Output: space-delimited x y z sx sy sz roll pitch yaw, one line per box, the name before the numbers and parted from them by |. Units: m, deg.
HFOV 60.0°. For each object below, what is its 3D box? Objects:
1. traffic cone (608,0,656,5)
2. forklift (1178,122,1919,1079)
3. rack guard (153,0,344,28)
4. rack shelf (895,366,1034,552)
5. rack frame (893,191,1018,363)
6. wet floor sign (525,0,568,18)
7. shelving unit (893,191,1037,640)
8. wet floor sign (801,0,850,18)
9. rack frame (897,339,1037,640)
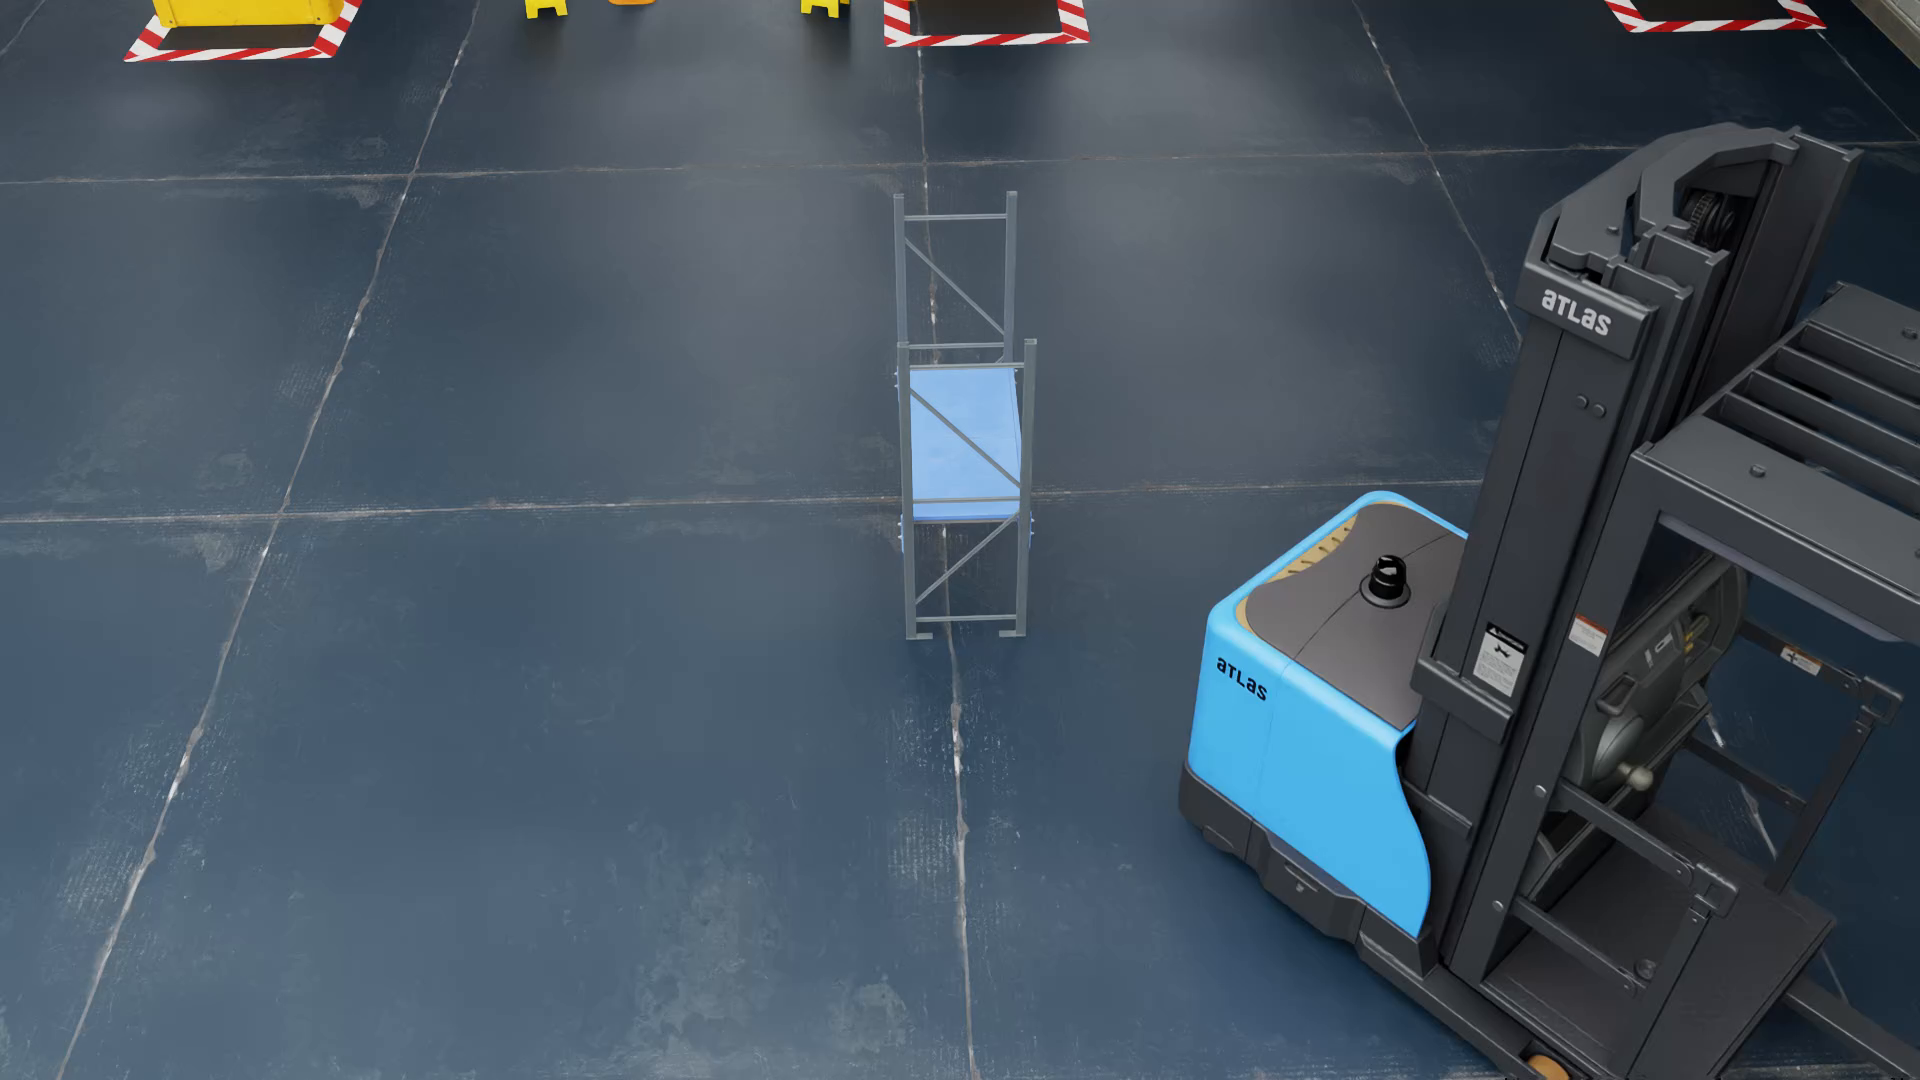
traffic cone | -2.258 -3.956 11.373 0.336 0.463 0.334 -2 43 -2
forklift | 2.192 0.453 4.736 1.130 2.935 3.031 -33 52 -30
rack guard | -4.797 -3.751 11.122 1.175 0.500 0.348 -2 43 -2
rack shelf | 0.004 -0.363 6.952 0.538 0.185 1.000 -2 43 -2
rack frame | -0.018 -0.838 7.204 0.500 1.500 0.032 -2 43 -2
wet floor sign | -2.819 -3.858 11.131 0.267 0.644 0.232 -8 43 -9
shelving unit | 0.004 -0.495 6.830 0.538 1.500 1.048 -2 43 -2
wet floor sign | -0.918 -3.872 11.147 0.267 0.644 0.232 12 44 13
rack frame | 0.025 -0.152 6.456 0.500 1.500 0.032 -2 43 -2
